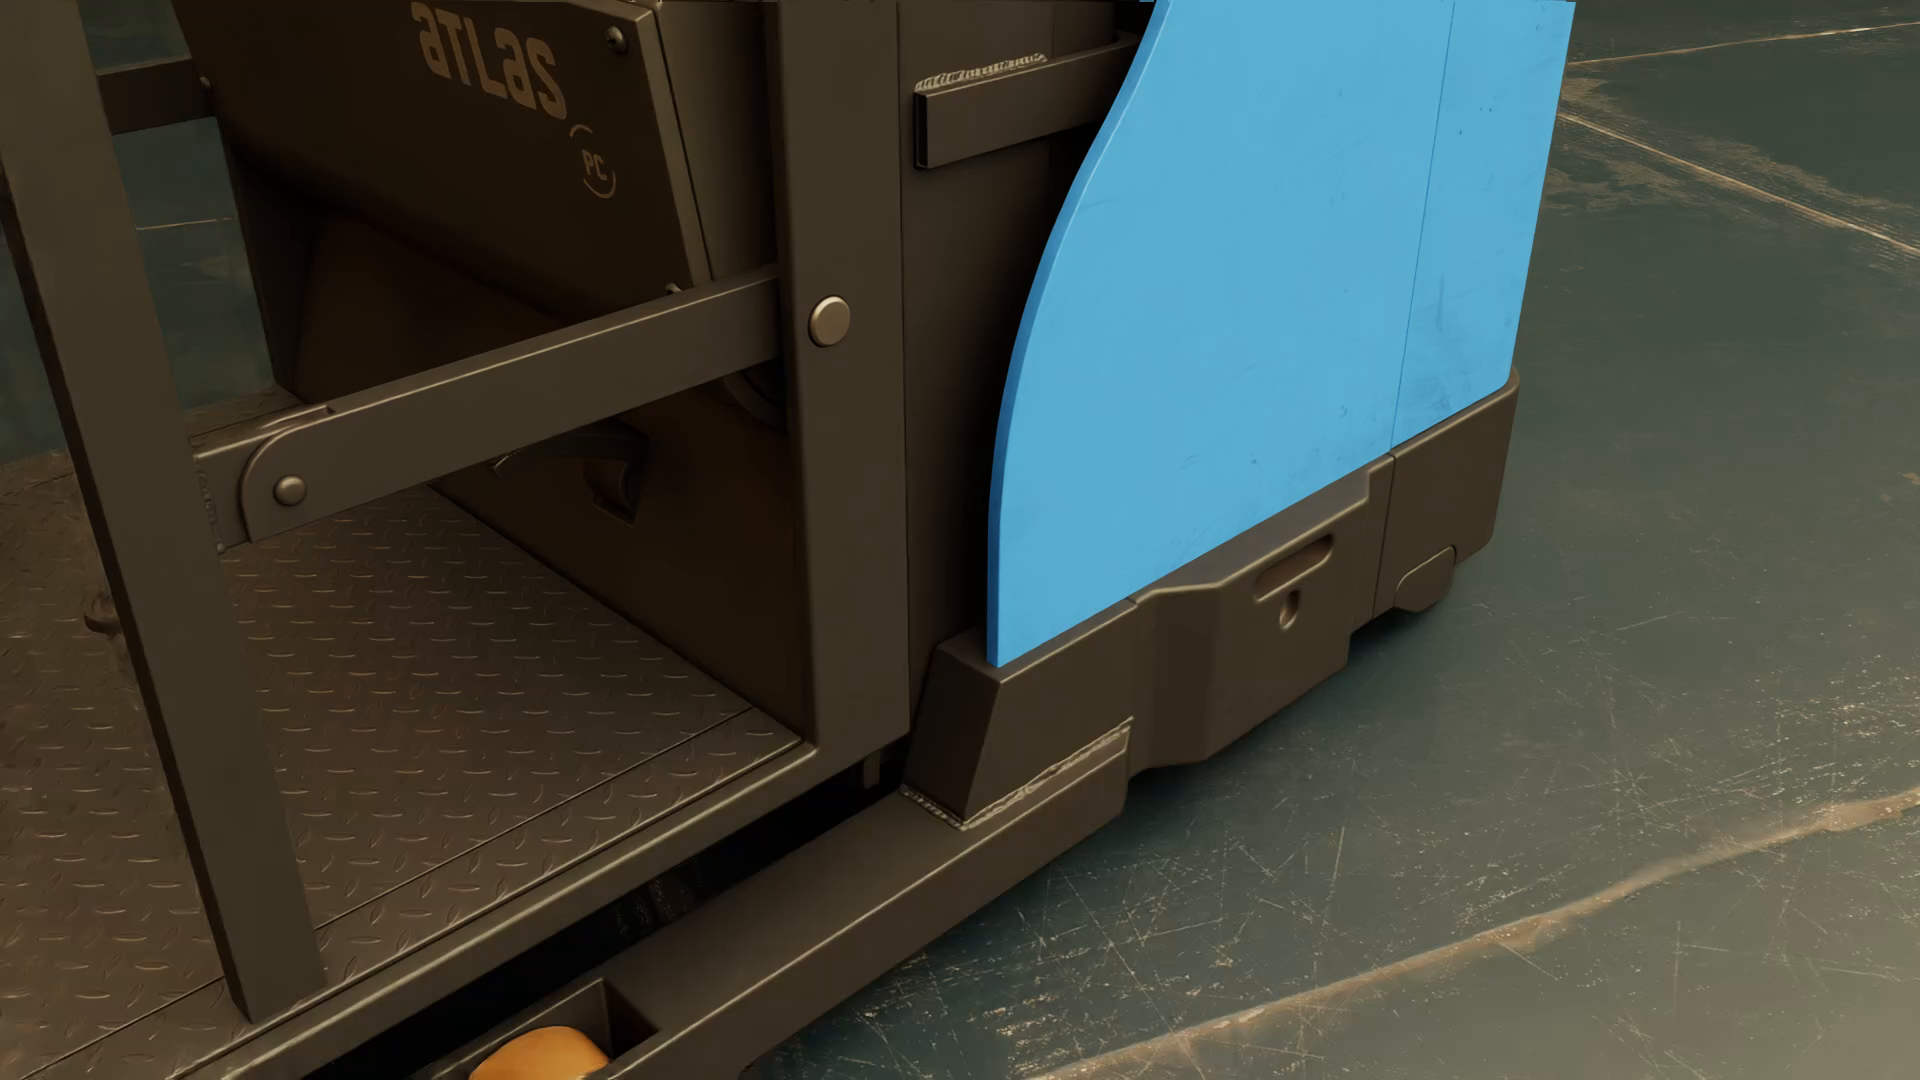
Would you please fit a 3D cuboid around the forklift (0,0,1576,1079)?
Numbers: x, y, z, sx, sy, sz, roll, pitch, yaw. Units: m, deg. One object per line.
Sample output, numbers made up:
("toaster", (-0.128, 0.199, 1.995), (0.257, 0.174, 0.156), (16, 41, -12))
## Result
("forklift", (-0.644, -0.901, 1.120), (3.031, 2.935, 1.130), (-26, 38, -37))
